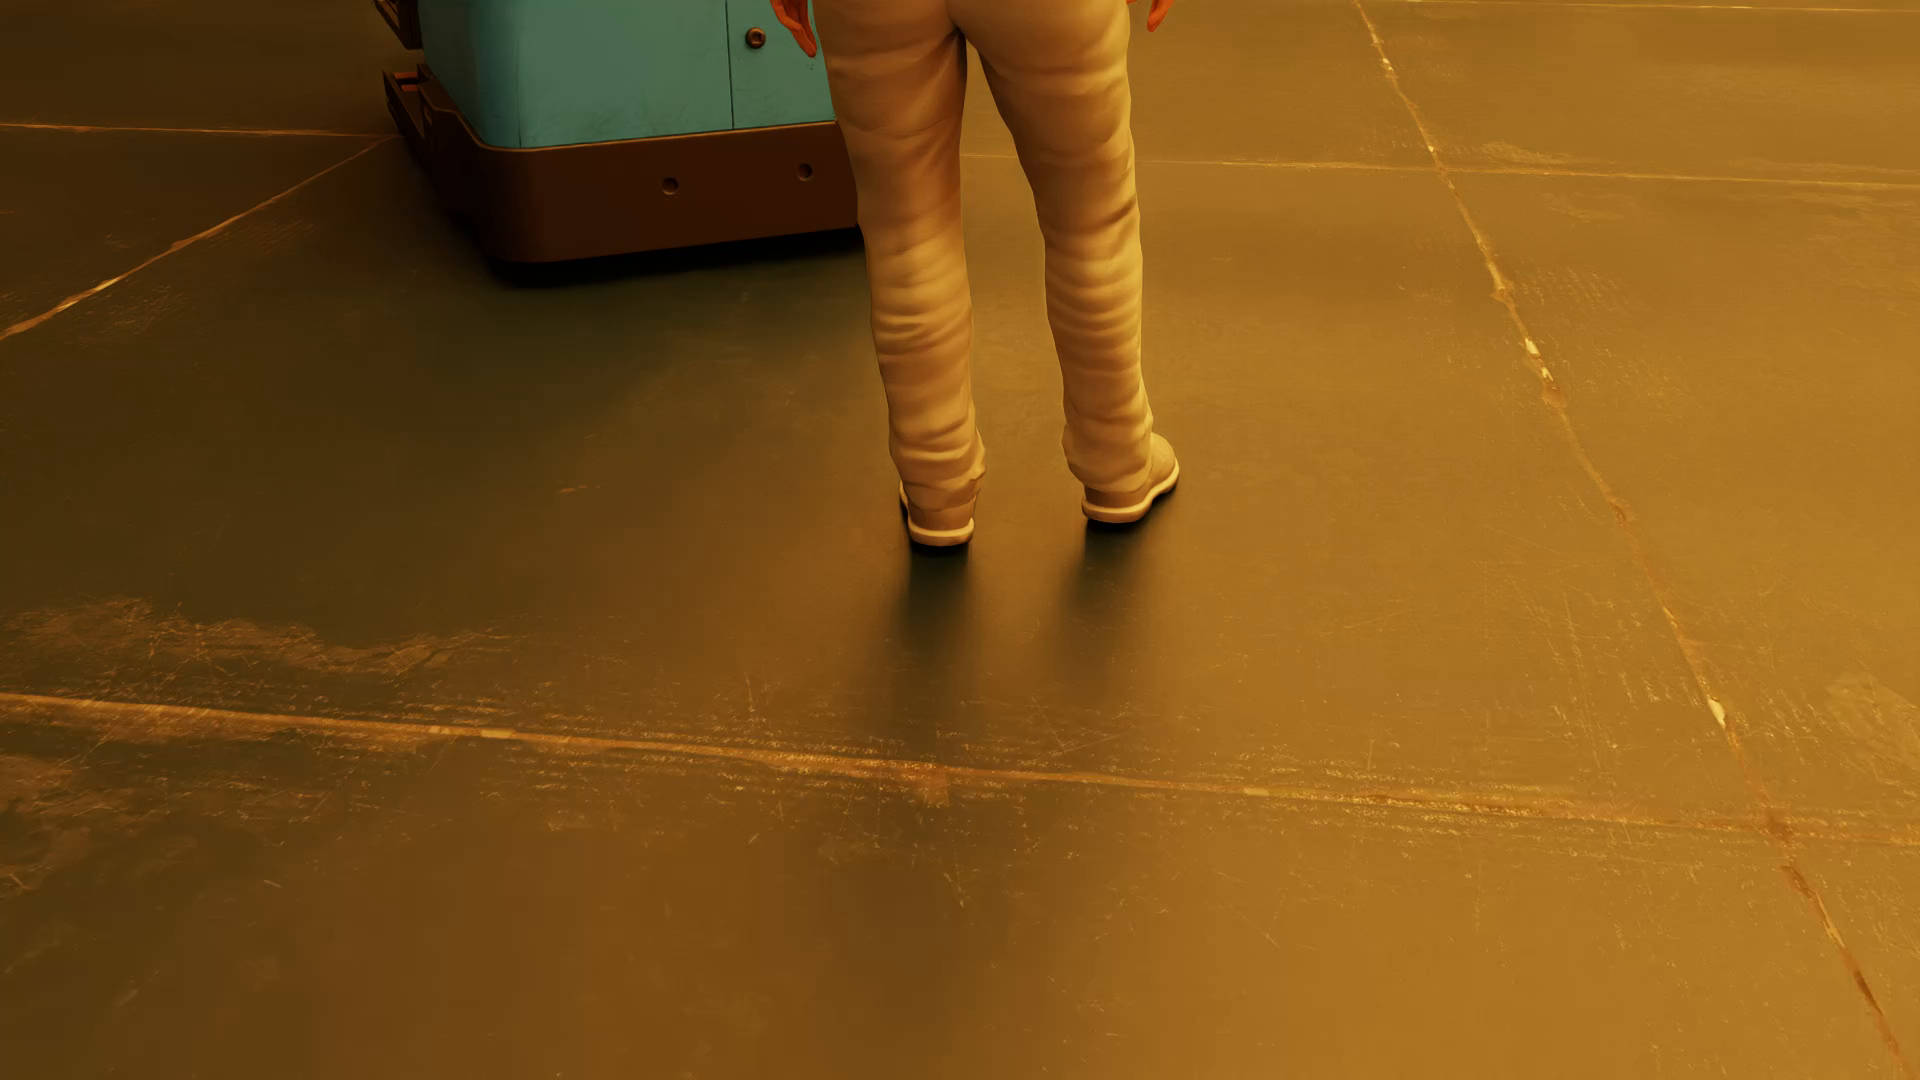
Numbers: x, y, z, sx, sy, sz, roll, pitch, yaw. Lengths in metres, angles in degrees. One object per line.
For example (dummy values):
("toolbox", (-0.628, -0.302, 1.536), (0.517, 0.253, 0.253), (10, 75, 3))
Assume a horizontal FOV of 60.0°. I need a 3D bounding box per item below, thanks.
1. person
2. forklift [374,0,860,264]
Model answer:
("person", (0.033, -0.785, 2.191), (0.598, 1.670, 0.527), (3, 27, 7))
("forklift", (-1.073, -2.528, 4.284), (1.130, 2.935, 3.031), (-11, 28, -21))
